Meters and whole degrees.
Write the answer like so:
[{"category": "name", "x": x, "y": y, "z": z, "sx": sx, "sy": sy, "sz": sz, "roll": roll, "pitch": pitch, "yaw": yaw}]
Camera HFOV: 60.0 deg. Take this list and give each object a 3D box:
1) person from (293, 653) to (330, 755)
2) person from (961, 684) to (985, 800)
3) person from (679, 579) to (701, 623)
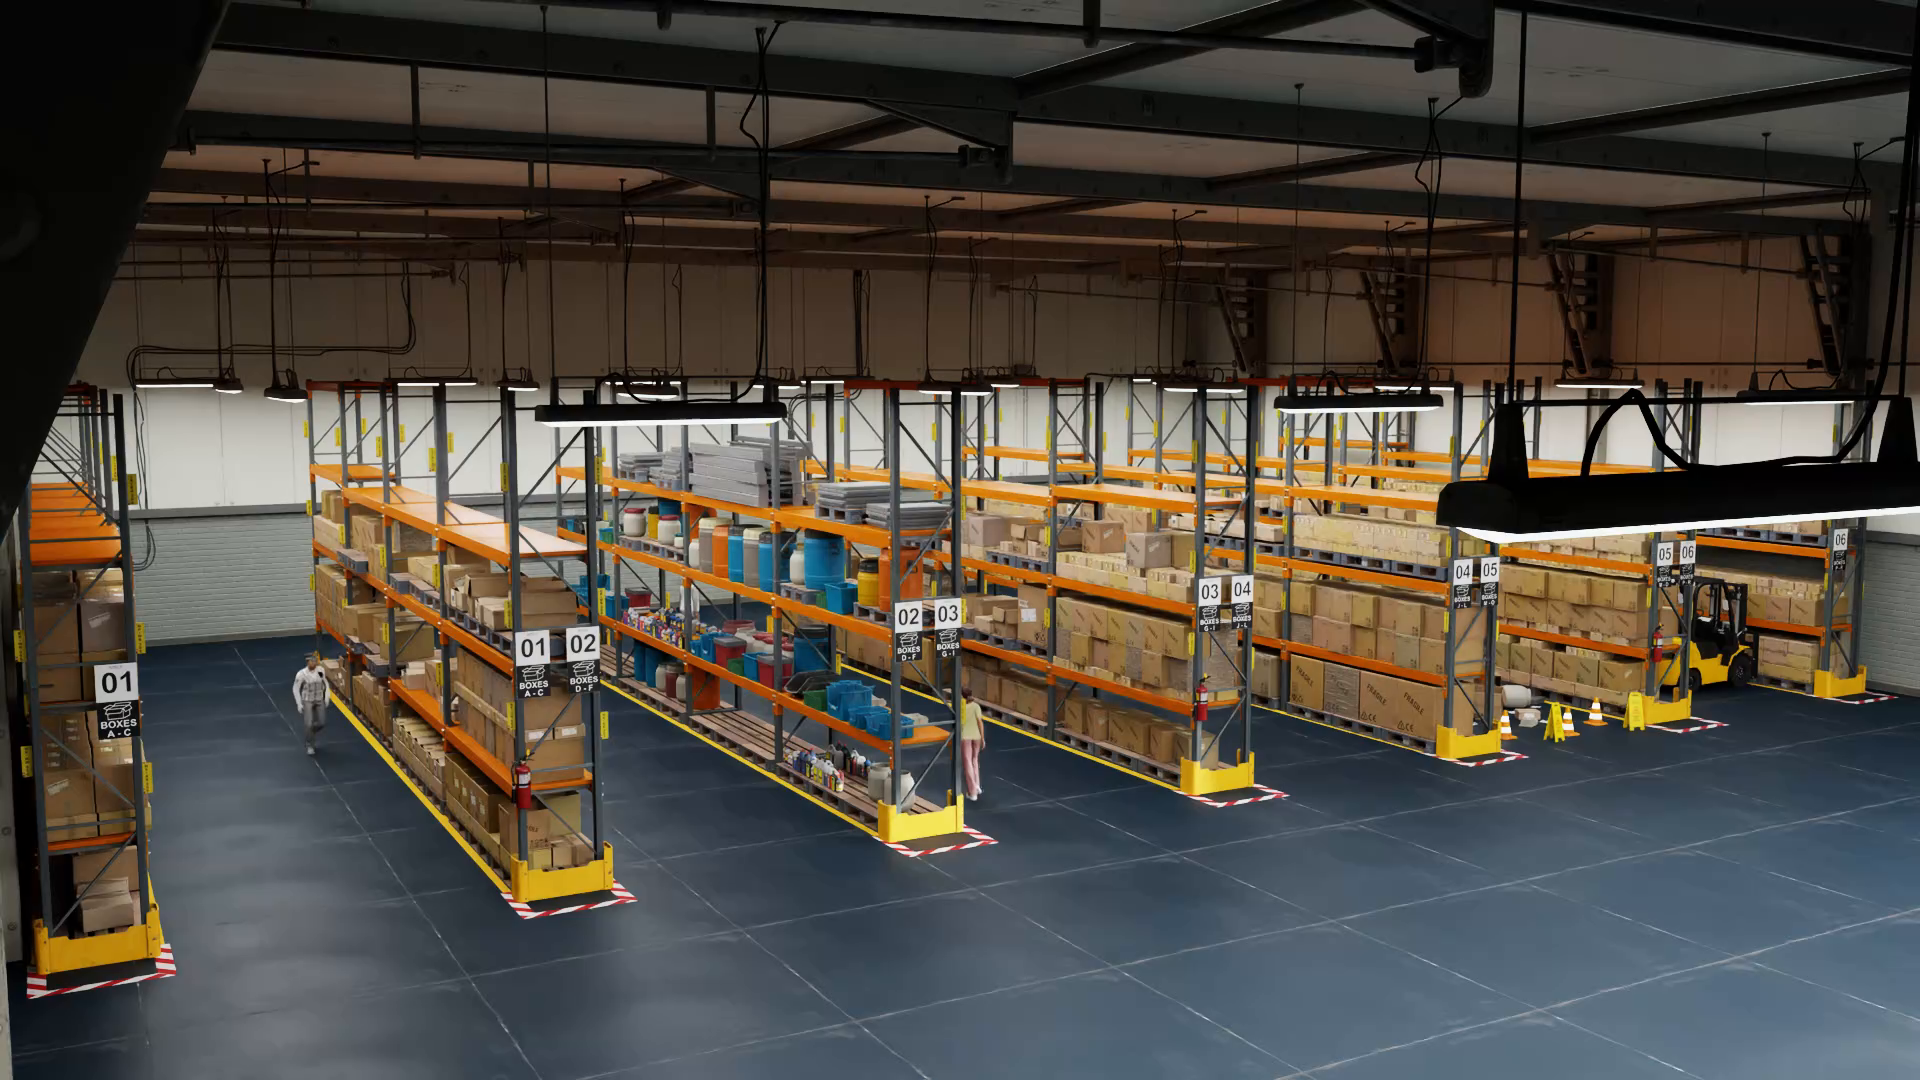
[{"category": "person", "x": -10.599, "y": 2.634, "z": 27.146, "sx": 0.586, "sy": 1.662, "sz": 0.517, "roll": -5, "pitch": 8, "yaw": -39}, {"category": "person", "x": 0.115, "y": 2.927, "z": 24.170, "sx": 0.480, "sy": 1.652, "sz": 0.514, "roll": -2, "pitch": 6, "yaw": -19}, {"category": "person", "x": -5.915, "y": 1.583, "z": 36.478, "sx": 0.588, "sy": 1.812, "sz": 0.540, "roll": 4, "pitch": 7, "yaw": 34}]
